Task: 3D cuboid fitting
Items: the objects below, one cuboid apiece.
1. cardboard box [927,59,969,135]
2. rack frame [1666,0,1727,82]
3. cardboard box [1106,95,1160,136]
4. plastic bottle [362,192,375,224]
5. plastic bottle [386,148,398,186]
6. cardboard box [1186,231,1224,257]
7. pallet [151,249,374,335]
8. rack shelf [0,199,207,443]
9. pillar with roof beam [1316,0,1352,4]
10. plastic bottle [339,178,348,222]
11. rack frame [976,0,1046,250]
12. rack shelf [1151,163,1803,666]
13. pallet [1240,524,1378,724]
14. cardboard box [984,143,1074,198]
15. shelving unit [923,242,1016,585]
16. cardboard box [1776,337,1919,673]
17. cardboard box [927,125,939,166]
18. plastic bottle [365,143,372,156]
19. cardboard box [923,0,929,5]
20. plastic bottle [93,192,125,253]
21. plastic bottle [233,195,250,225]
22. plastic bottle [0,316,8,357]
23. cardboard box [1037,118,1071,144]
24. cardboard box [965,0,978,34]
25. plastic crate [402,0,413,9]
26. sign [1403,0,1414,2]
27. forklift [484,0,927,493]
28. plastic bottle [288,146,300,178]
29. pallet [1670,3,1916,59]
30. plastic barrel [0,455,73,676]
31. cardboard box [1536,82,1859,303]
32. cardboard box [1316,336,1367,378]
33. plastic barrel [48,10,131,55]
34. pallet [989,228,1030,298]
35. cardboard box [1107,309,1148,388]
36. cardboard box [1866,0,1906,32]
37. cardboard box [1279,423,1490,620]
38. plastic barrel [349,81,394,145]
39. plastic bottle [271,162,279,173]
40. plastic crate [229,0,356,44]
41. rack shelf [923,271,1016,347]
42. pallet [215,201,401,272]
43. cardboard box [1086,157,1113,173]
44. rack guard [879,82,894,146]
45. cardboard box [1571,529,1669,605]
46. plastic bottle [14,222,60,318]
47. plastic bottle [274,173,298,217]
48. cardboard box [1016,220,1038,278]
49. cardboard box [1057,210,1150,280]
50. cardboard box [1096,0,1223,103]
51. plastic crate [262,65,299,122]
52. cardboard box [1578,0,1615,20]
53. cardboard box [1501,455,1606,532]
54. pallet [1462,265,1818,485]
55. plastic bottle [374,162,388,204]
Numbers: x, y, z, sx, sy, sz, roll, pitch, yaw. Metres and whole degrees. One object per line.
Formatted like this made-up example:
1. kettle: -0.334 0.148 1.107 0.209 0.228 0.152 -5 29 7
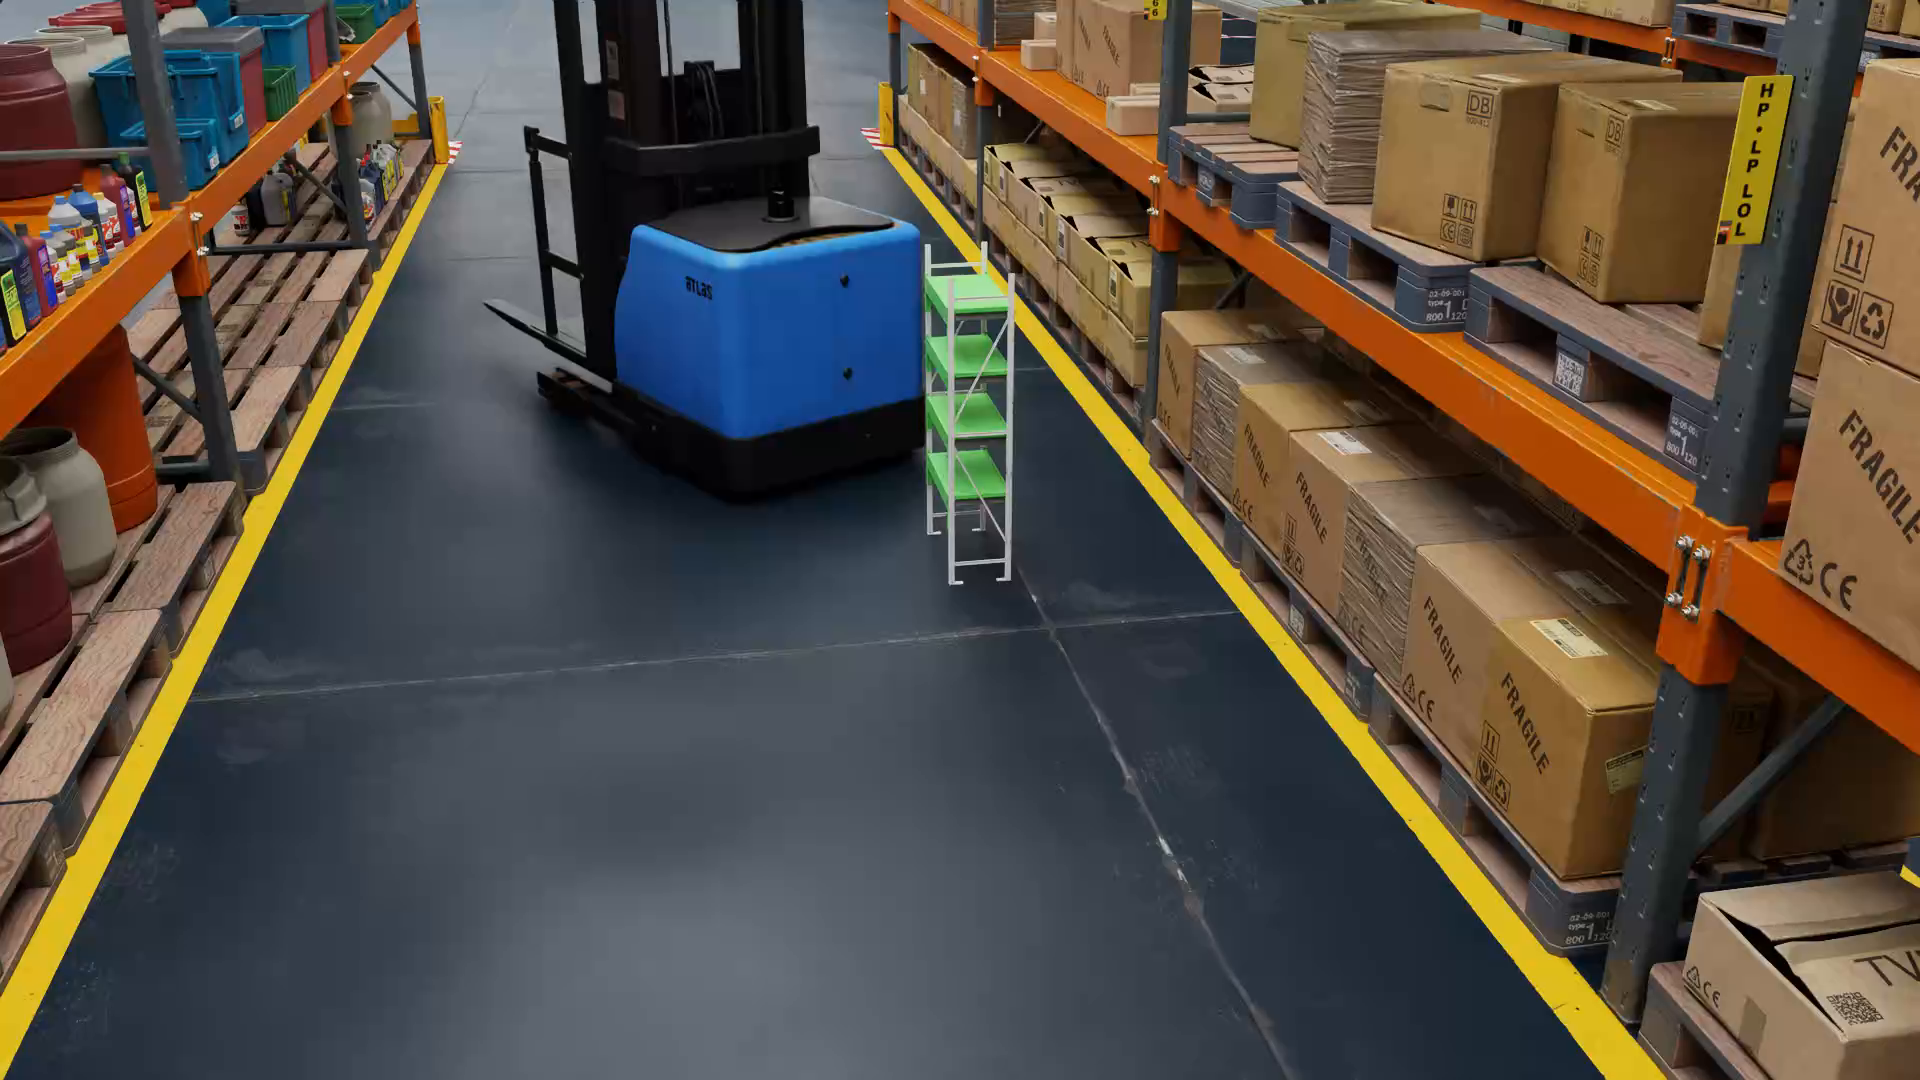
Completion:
1. cardboard box: 0.031 -3.429 12.828 0.500 0.500 0.500 -4 24 -10
2. rack frame: 5.483 -3.766 11.624 1.000 3.000 0.127 -4 24 -10
3. cardboard box: 0.917 -2.042 7.993 0.380 0.149 0.250 -4 24 -10
4. plastic bottle: -3.919 -2.189 10.962 0.097 0.201 0.097 0 24 0
5. plastic bottle: -4.177 -2.714 12.069 0.152 0.276 0.135 -5 24 -11
6. cardboard box: 1.441 -1.447 8.526 0.500 0.311 0.500 -5 24 -11
7. pallet: -4.070 -1.449 9.803 1.003 0.211 1.213 -4 24 -10
8. rack shelf: -3.144 -0.343 4.686 1.077 0.370 4.000 -4 24 -10
9. pillar with roof beam: 0.382 -9.918 18.216 9.100 9.000 0.400 -4 24 -10
10. plastic bottle: -4.073 -2.264 11.030 0.061 0.283 0.133 -4 24 -10
11. rack frame: 0.615 -3.398 10.782 1.000 3.000 0.127 -4 24 -10
12. rack shelf: 1.725 -0.708 5.522 1.077 0.370 4.000 -4 24 -10
13. pallet: 1.678 0.229 5.962 1.003 0.211 1.213 -4 24 -10
14. cardboard box: 0.447 -2.406 10.721 0.500 0.311 0.500 -4 24 -10
15. shelving unit: 0.031 -0.485 6.361 0.258 1.200 0.503 -4 24 -10
16. cardboard box: 1.921 -0.076 3.052 0.500 0.500 0.500 -4 24 -8
17. cardboard box: 0.032 -3.086 12.978 0.500 0.250 0.500 -4 24 -10
18. plastic bottle: -4.307 -2.763 12.174 0.061 0.283 0.133 -4 24 -10
19. cardboard box: 0.051 -4.626 13.469 0.700 0.500 0.500 -4 24 -8
20. plastic bottle: -2.974 -1.103 5.776 0.097 0.201 0.097 0 24 0
21. plastic bottle: -4.667 -2.154 10.779 0.061 0.283 0.133 -3 24 -7
22. plastic bottle: -2.761 -0.669 4.595 0.144 0.351 0.185 -4 24 -10
23. cardboard box: 0.837 -2.879 11.568 0.500 0.500 0.500 -4 24 -10
24. cardboard box: 0.423 -3.824 11.634 0.700 0.500 0.500 -5 24 -10
25. plastic crate: -4.606 -4.363 13.178 0.499 0.251 0.616 -4 24 -10
26. sign: 1.886 -2.362 7.064 0.100 0.325 0.005 -4 24 -10
27. forklift: -1.451 -2.066 7.818 1.130 2.935 3.031 -17 29 -34
28. plastic bottle: -4.964 -2.821 12.320 0.097 0.271 0.097 0 24 0
29. pallet: 5.481 -3.366 10.950 1.003 0.211 1.213 -4 24 -10
30. plastic barrel: -3.198 0.089 5.287 0.600 0.588 0.708 -4 24 -10
31. cardboard box: 2.037 -0.958 4.546 0.700 0.500 0.500 -1 24 -1
32. cardboard box: 1.759 -0.530 6.789 0.500 0.500 0.500 -3 24 -8
33. plastic barrel: -4.076 -2.243 7.969 0.433 0.535 0.433 0 24 0
34. pallet: 0.790 -1.833 10.683 1.003 0.211 1.213 -4 24 -10
35. cardboard box: 1.018 -0.946 8.078 0.500 0.250 0.500 -4 24 -8
36. cardboard box: 5.792 -3.333 9.960 0.700 0.500 0.500 -1 24 -2
37. cardboard box: 1.450 -0.072 5.741 0.500 0.500 0.500 -5 24 -12
38. plastic barrel: -4.796 -3.405 13.382 0.421 0.512 0.421 0 24 0
39. plastic bottle: -4.777 -2.485 11.545 0.152 0.276 0.135 -4 24 -9
40. plastic crate: -4.225 -3.219 10.451 0.767 0.338 0.504 -4 24 -10
41. rack shelf: 0.031 -0.866 6.194 0.258 0.148 0.480 -4 24 -10
42. pallet: -4.337 -2.022 11.116 1.003 0.211 1.213 -4 24 -10
43. cardboard box: 1.074 -2.245 10.352 0.500 0.311 0.500 -4 24 -8
44. rack guard: -0.129 -3.835 14.906 1.175 0.500 0.348 -4 24 -10
45. cardboard box: 2.135 0.276 4.944 0.500 0.500 0.500 -4 24 -9
46. plastic bottle: -2.808 -0.829 5.045 0.061 0.283 0.133 -4 24 -10
47. plastic bottle: -4.550 -2.314 11.154 0.152 0.276 0.135 -4 24 -10
48. cardboard box: 0.638 -1.748 9.916 0.500 0.250 0.500 -5 24 -11
49. cardboard box: 0.823 -1.604 8.885 0.500 0.311 0.500 -4 24 -10
50. cardboard box: 1.029 -2.529 8.668 0.500 0.500 0.500 -6 24 -13
51. plastic crate: -3.654 -2.271 8.467 0.450 0.188 0.662 -4 24 -10
52. cardboard box: 5.013 -4.067 12.476 0.500 0.250 0.500 -4 24 -10
53. cardboard box: 2.060 -0.252 5.216 0.500 0.250 0.500 -4 24 -10
54. pallet: 2.054 -0.485 4.353 1.003 0.211 1.213 -4 24 -10
55. plastic bottle: -4.019 -2.480 11.524 0.061 0.283 0.133 -3 24 -7
